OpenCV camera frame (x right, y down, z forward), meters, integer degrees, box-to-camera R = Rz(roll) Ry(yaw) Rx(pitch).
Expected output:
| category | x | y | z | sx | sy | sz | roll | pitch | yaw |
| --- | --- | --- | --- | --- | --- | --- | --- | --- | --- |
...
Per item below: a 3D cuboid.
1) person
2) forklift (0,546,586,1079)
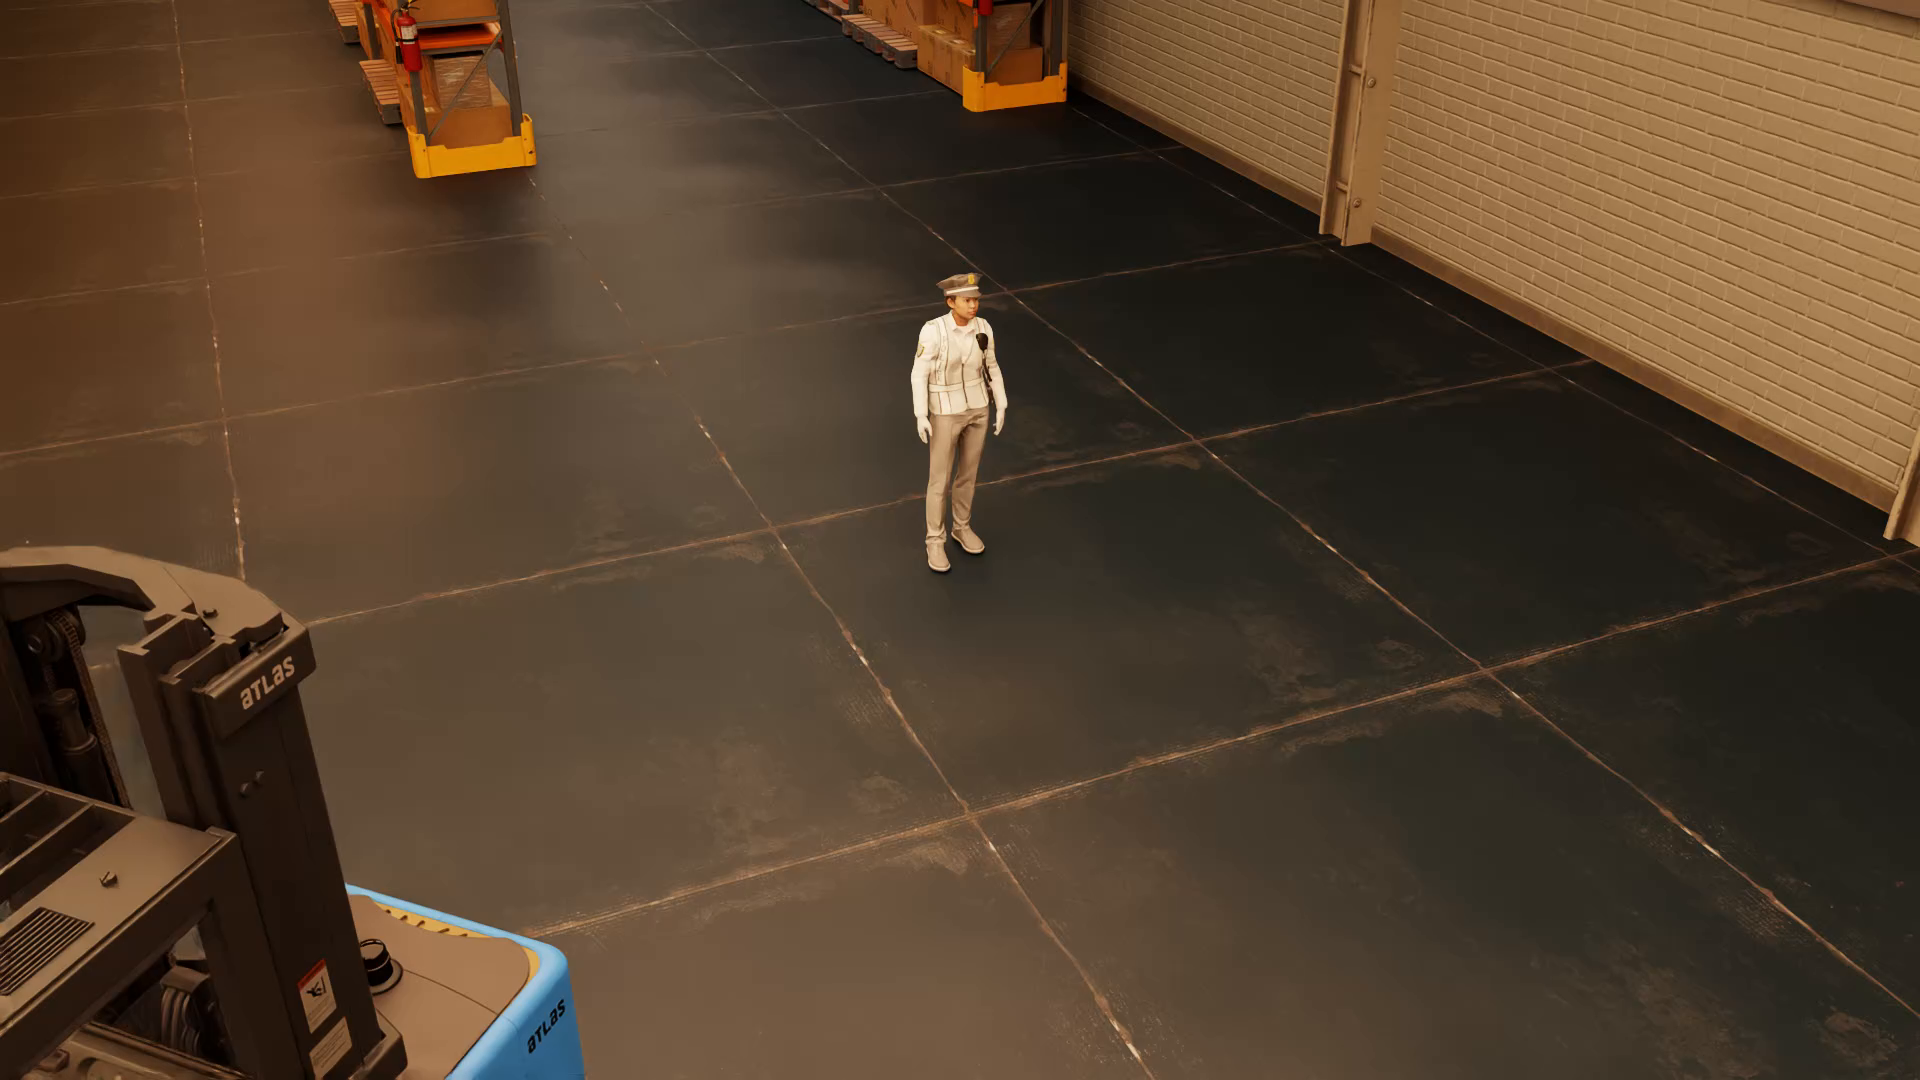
| category | x | y | z | sx | sy | sz | roll | pitch | yaw |
| --- | --- | --- | --- | --- | --- | --- | --- | --- | --- |
| person | 0.021 | -0.709 | 9.591 | 0.586 | 1.694 | 0.530 | -12 | 32 | -20 |
| forklift | -2.295 | 1.616 | 4.293 | 1.130 | 2.935 | 3.031 | 11 | 32 | 18 |
